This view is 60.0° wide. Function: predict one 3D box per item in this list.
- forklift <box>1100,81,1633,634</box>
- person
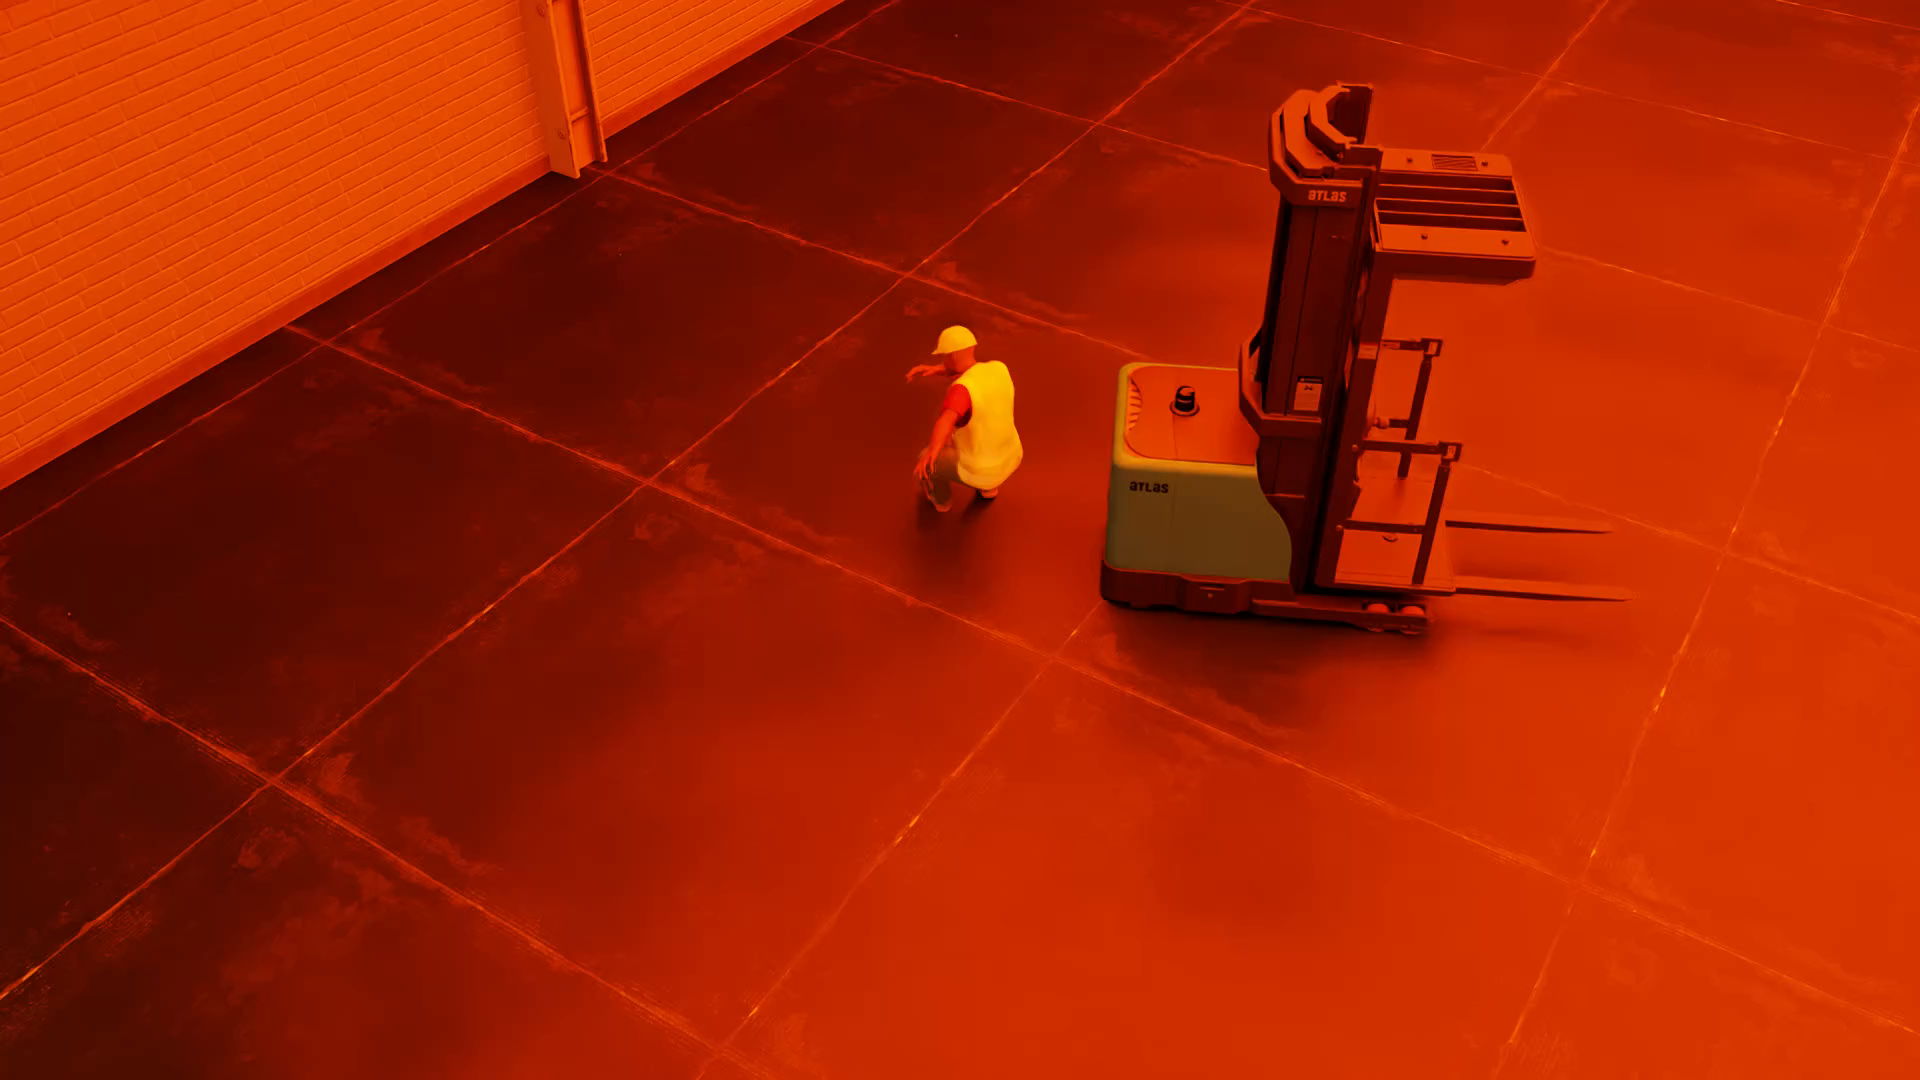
[{"bbox_3d":[2.377,-0.940,9.076,3.031,2.935,1.130,4,40,5],"label":"forklift"},{"bbox_3d":[-0.096,-0.527,9.787,0.849,1.438,1.335,28,47,29],"label":"person"}]
